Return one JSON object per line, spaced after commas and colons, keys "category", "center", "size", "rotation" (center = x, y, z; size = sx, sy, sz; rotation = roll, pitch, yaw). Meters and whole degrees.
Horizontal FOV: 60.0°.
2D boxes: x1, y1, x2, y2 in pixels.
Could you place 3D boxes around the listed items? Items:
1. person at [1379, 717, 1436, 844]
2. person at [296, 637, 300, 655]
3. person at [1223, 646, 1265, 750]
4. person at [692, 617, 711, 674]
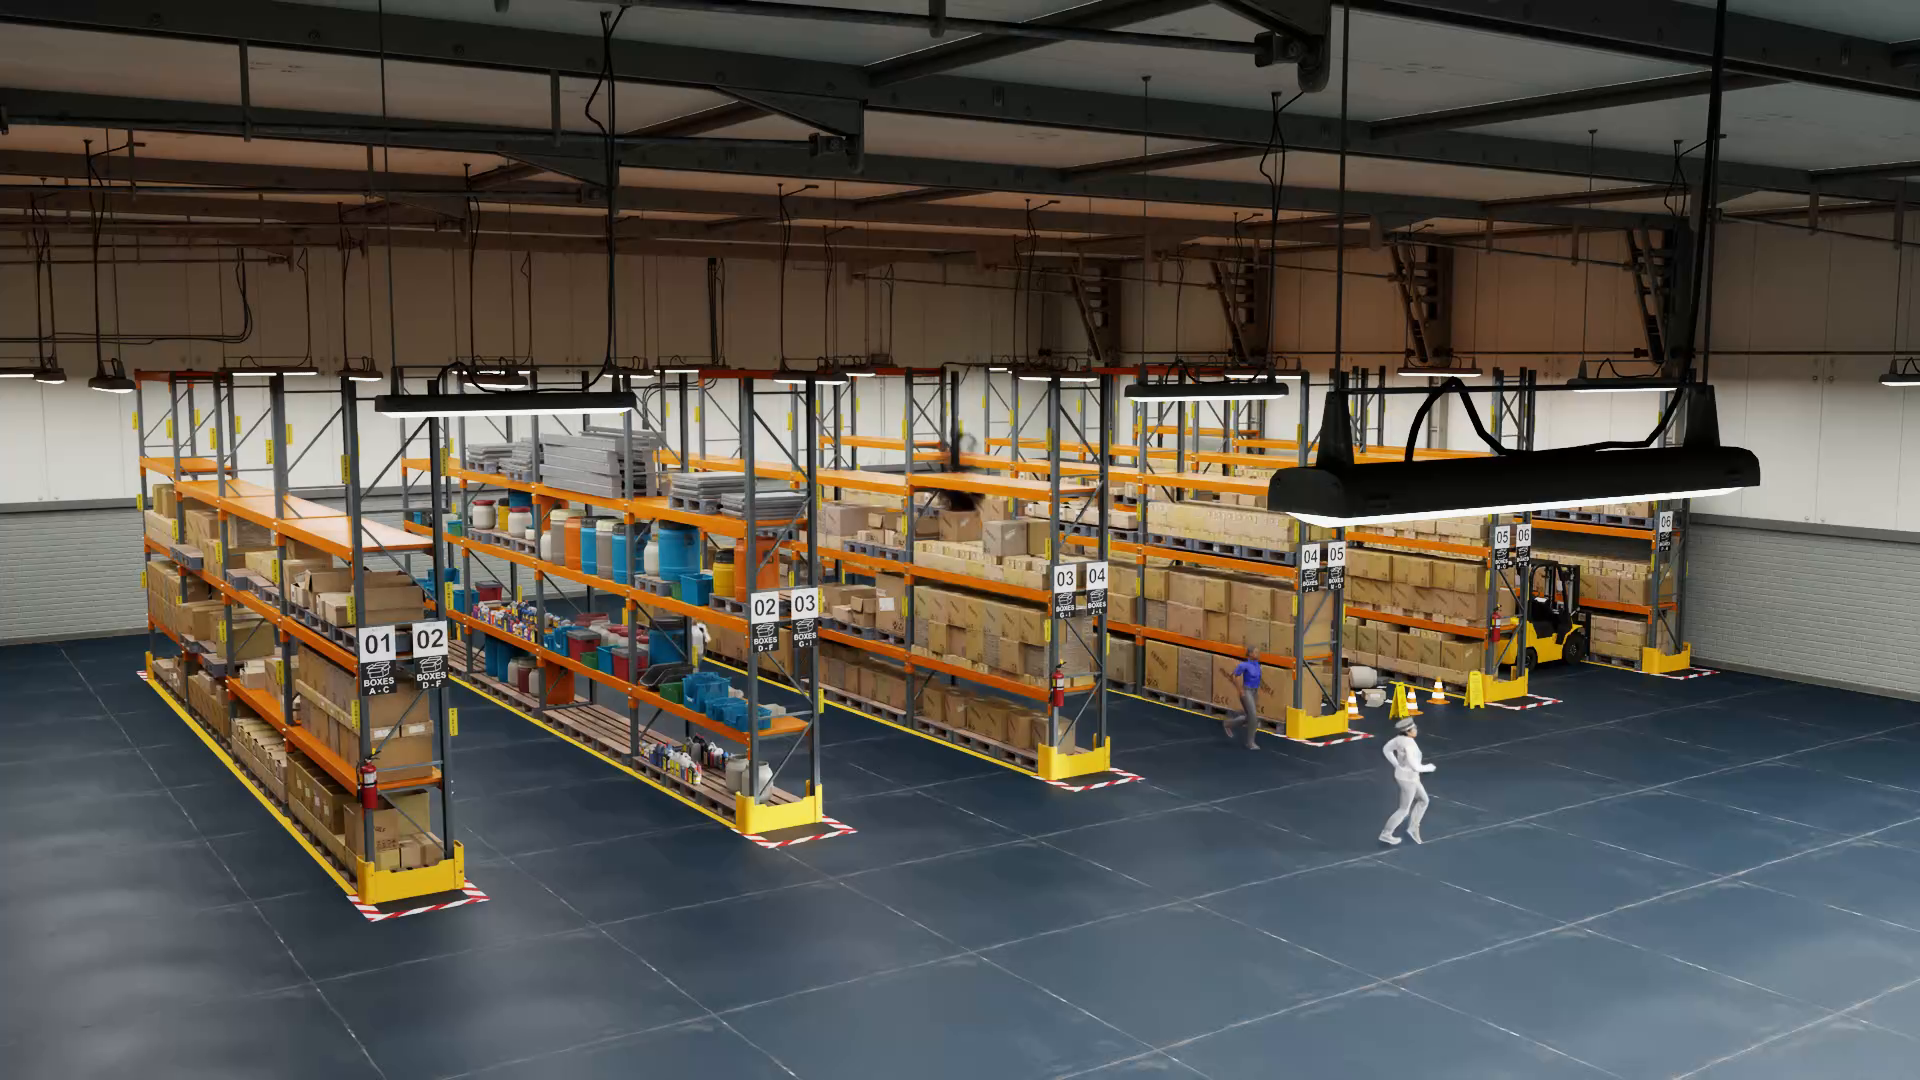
{"category": "person", "center": [5.745, 3.105, 21.381], "size": [0.705, 1.711, 0.618], "rotation": [0, 6, 0]}
{"category": "person", "center": [-13.265, 1.838, 32.873], "size": [0.547, 1.601, 0.800], "rotation": [-5, 8, -40]}
{"category": "person", "center": [4.630, 2.522, 26.860], "size": [0.776, 1.647, 0.614], "rotation": [6, 9, 43]}
{"category": "person", "center": [-4.833, 2.101, 30.139], "size": [0.526, 1.751, 0.790], "rotation": [-5, 8, -37]}
